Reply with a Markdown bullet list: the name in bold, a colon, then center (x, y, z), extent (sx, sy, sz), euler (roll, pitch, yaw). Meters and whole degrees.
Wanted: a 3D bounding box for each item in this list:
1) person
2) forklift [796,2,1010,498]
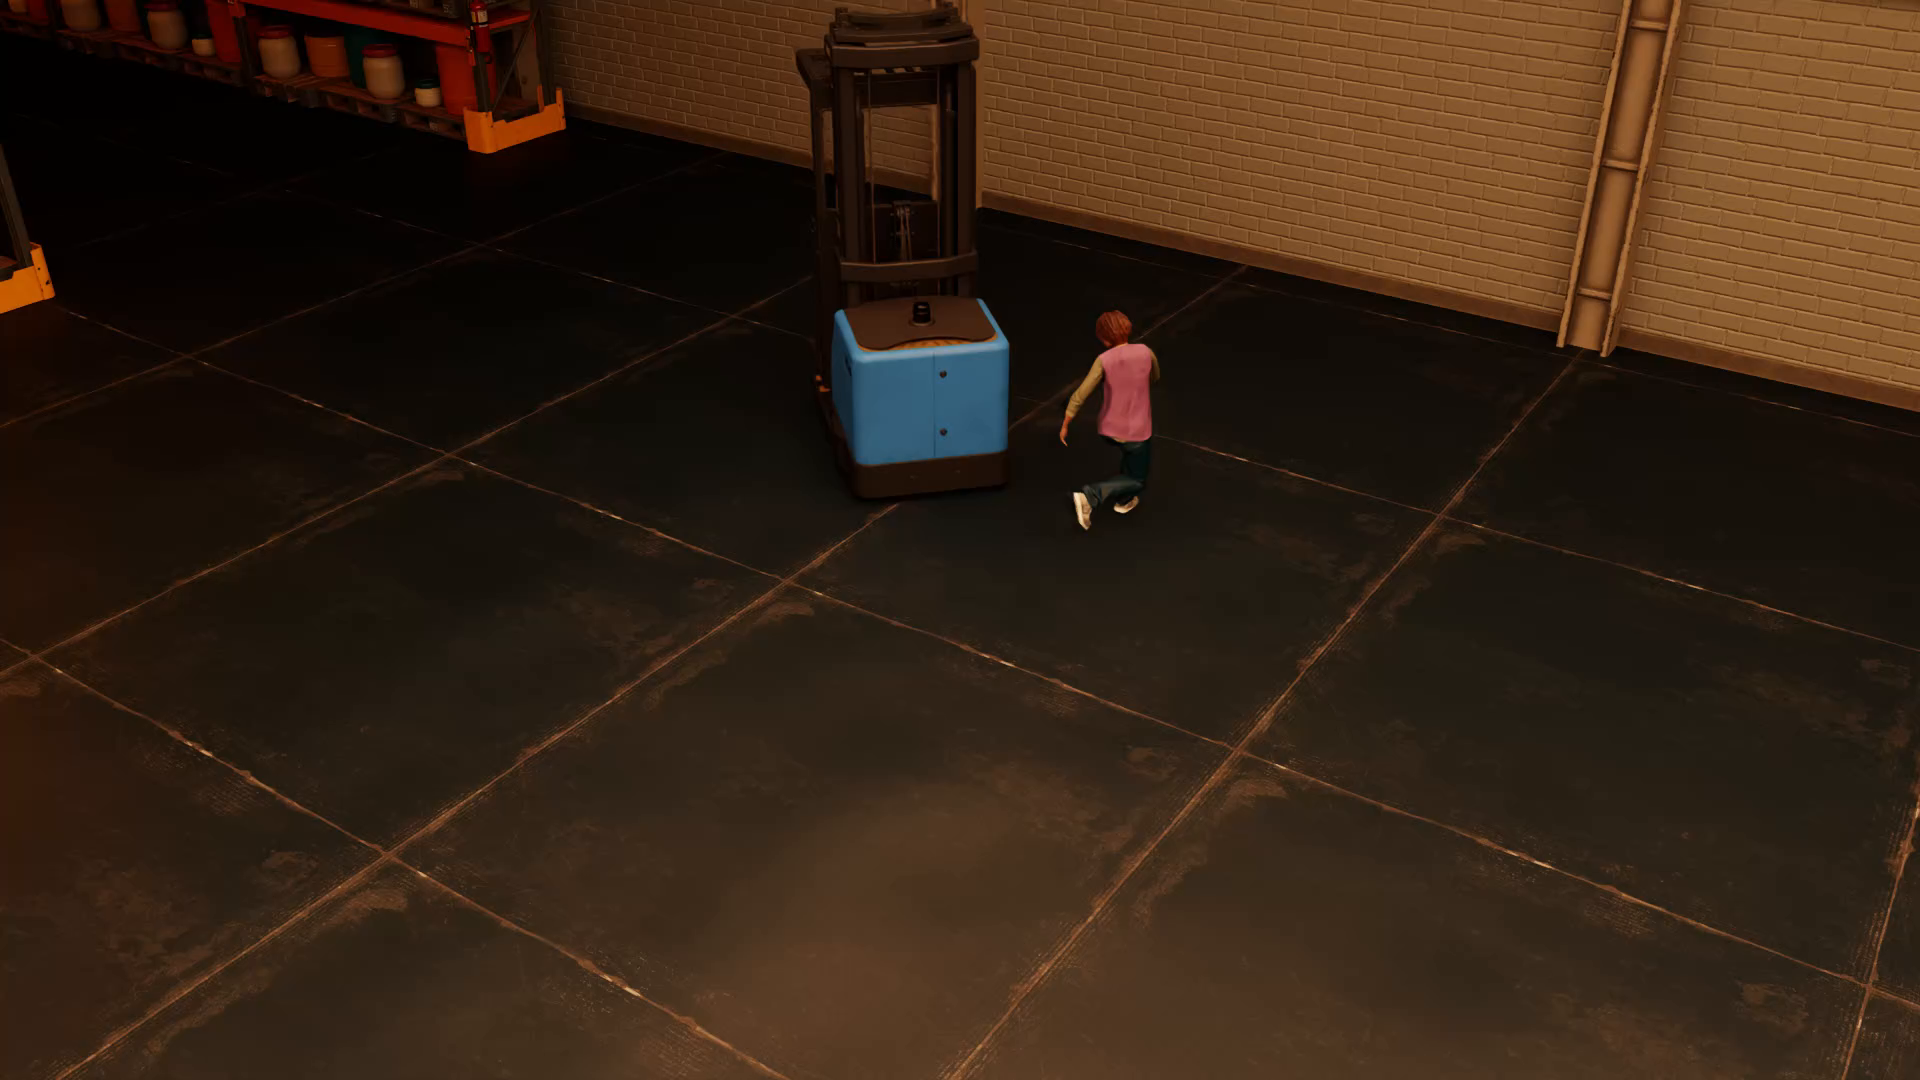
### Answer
- **person**: center (0.951, -0.741, 10.461), extent (0.539, 1.370, 0.809), euler (16, 34, 25)
- **forklift**: center (-0.487, -2.264, 11.479), extent (1.130, 2.935, 3.031), euler (-6, 31, -11)
